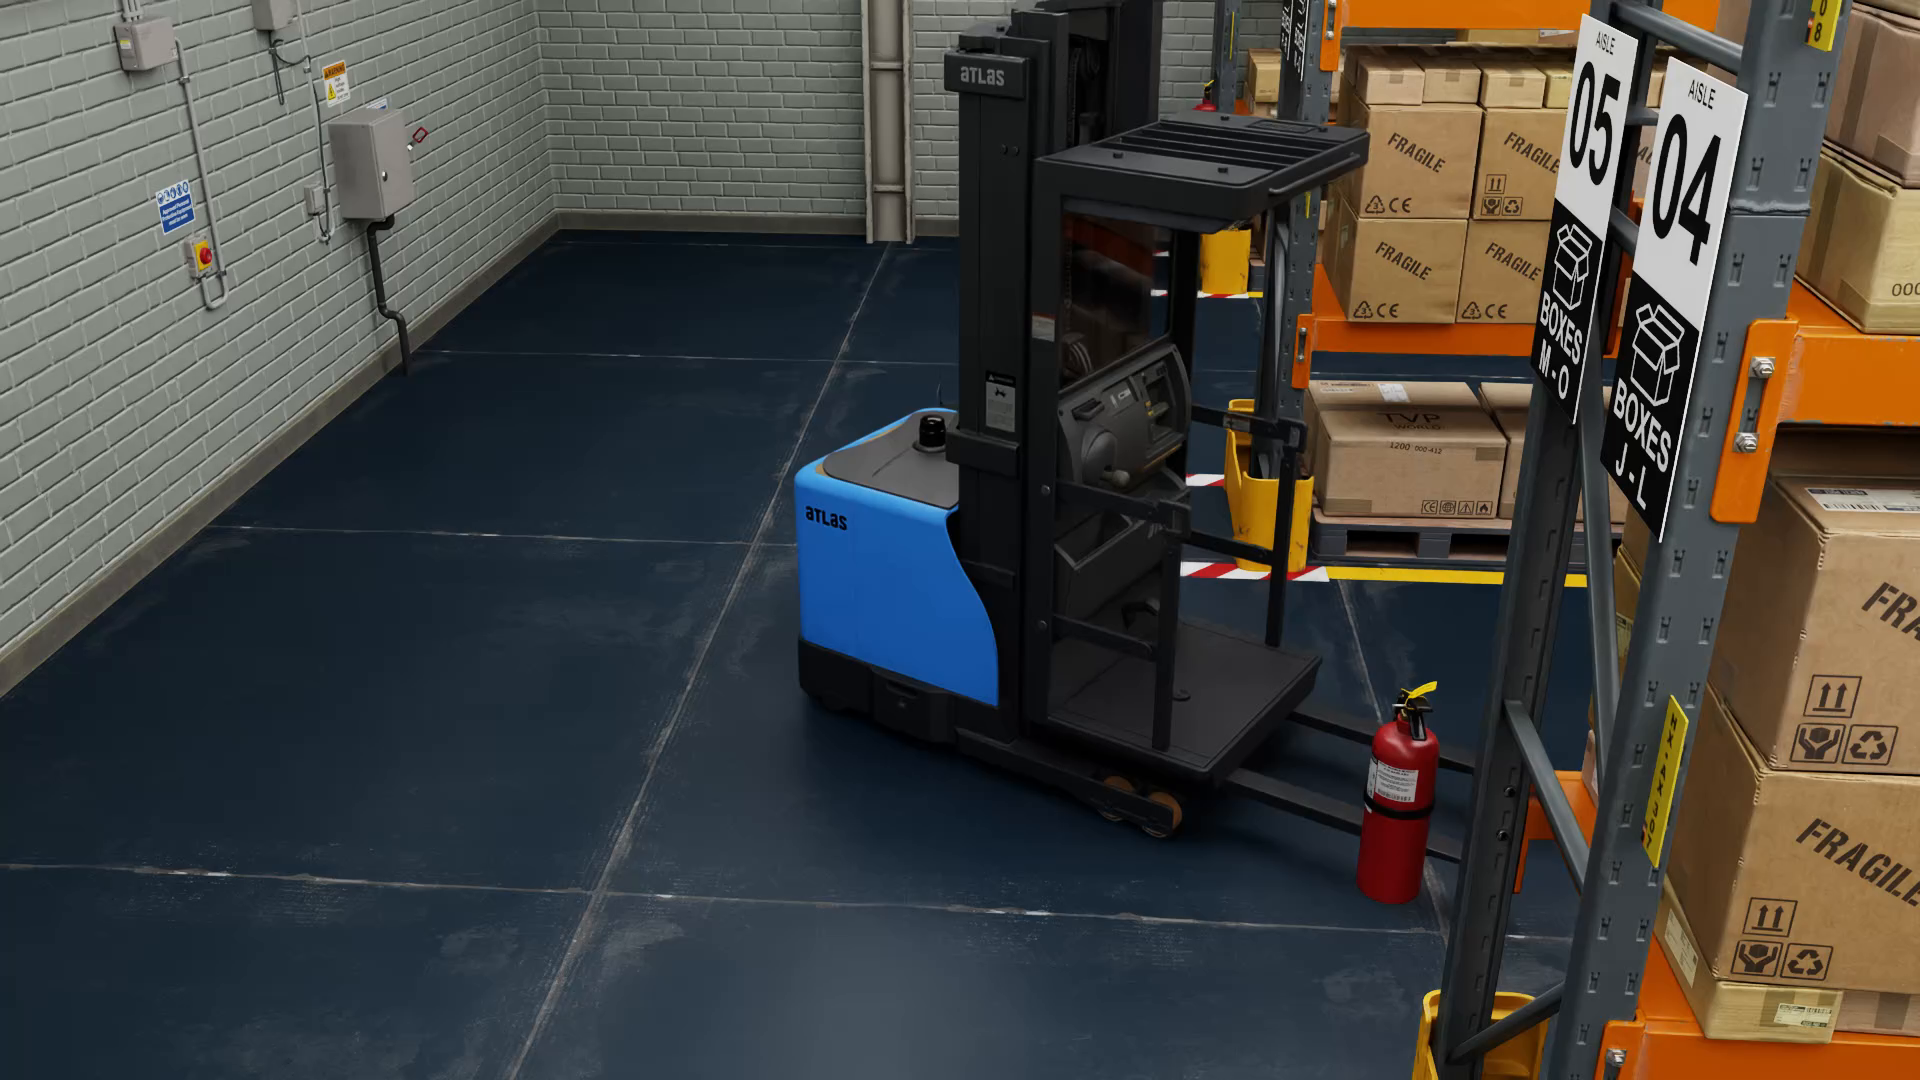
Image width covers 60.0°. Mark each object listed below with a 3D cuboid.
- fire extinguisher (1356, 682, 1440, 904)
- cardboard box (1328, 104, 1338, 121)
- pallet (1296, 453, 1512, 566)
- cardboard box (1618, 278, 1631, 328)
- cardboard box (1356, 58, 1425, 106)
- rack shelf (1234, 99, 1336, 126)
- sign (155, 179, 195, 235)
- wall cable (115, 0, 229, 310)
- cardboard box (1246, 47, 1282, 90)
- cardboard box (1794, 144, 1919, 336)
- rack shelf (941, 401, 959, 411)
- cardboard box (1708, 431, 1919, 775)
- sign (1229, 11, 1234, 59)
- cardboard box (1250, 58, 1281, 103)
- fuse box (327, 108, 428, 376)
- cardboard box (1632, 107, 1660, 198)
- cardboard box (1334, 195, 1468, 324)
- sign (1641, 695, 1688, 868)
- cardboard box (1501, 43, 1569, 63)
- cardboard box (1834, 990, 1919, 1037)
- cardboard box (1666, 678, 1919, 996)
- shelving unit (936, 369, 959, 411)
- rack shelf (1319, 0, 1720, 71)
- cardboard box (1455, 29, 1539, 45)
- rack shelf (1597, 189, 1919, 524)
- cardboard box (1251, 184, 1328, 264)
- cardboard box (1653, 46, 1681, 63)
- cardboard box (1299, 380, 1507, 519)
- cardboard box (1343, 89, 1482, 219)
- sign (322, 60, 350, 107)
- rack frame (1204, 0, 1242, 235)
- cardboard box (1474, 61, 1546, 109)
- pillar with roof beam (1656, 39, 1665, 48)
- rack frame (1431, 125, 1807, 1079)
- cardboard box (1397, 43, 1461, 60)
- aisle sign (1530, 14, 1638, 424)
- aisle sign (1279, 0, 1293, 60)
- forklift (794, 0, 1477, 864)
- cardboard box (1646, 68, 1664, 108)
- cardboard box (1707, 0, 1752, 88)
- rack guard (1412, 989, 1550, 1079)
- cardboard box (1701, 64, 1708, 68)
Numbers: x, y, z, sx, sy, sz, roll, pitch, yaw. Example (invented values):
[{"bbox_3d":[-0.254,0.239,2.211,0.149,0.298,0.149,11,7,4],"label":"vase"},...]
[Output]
[{"bbox_3d":[1.152,0.627,4.338,0.183,0.674,0.296,2,25,4],"label":"fire extinguisher"},{"bbox_3d":[2.850,-3.291,12.614,0.250,0.149,0.380,2,25,3],"label":"cardboard box"},{"bbox_3d":[2.449,-0.184,8.897,1.213,0.211,1.003,2,25,4],"label":"pallet"},{"bbox_3d":[3.115,-1.326,7.923,0.500,0.500,0.500,2,25,4],"label":"cardboard box"},{"bbox_3d":[1.978,-2.111,7.658,0.250,0.149,0.380,2,25,5],"label":"cardboard box"},{"bbox_3d":[4.016,-3.122,12.806,4.000,0.370,1.077,2,25,4],"label":"rack shelf"},{"bbox_3d":[-4.043,-1.719,8.574,0.001,0.218,0.327,2,25,4],"label":"sign"},{"bbox_3d":[-3.978,-2.090,8.451,0.123,1.953,0.585,2,25,4],"label":"wall cable"},{"bbox_3d":[2.501,-3.675,12.973,0.500,0.250,0.500,3,25,6],"label":"cardboard box"},{"bbox_3d":[1.796,-0.551,2.950,0.500,0.250,0.500,3,25,6],"label":"cardboard box"},{"bbox_3d":[-0.008,-0.624,8.464,0.200,0.077,0.258,2,25,4],"label":"rack shelf"},{"bbox_3d":[1.795,0.113,3.244,0.500,0.500,0.500,2,25,4],"label":"cardboard box"},{"bbox_3d":[1.981,-3.680,12.123,0.005,0.325,0.100,2,25,4],"label":"sign"},{"bbox_3d":[2.454,-3.453,12.489,0.500,0.250,0.500,2,25,4],"label":"cardboard box"},{"bbox_3d":[-3.672,-1.900,10.832,0.414,1.711,0.539,2,25,4],"label":"fuse box"},{"bbox_3d":[3.132,-1.782,7.719,0.500,0.500,0.500,2,25,4],"label":"cardboard box"},{"bbox_3d":[2.102,-1.354,7.984,0.500,0.500,0.500,2,25,4],"label":"cardboard box"},{"bbox_3d":[1.326,0.456,3.136,0.005,0.325,0.100,2,25,4],"label":"sign"},{"bbox_3d":[2.786,-2.313,8.097,0.250,0.149,0.380,2,25,5],"label":"cardboard box"},{"bbox_3d":[1.922,0.875,3.561,0.250,0.149,0.380,3,25,6],"label":"cardboard box"},{"bbox_3d":[1.794,0.572,3.444,0.500,0.500,0.500,3,25,6],"label":"cardboard box"},{"bbox_3d":[-0.008,-0.409,8.562,0.210,0.900,0.258,2,25,4],"label":"shelving unit"},{"bbox_3d":[3.640,-2.415,7.683,4.000,0.370,1.077,2,25,4],"label":"rack shelf"},{"bbox_3d":[3.949,-3.745,12.228,0.500,0.500,0.500,2,25,5],"label":"cardboard box"},{"bbox_3d":[3.362,-0.349,3.192,4.000,0.370,1.077,2,25,4],"label":"rack shelf"},{"bbox_3d":[2.625,-2.510,13.101,0.637,0.503,0.797,1,25,2],"label":"cardboard box"},{"bbox_3d":[3.295,-2.292,8.051,0.250,0.149,0.380,2,25,5],"label":"cardboard box"},{"bbox_3d":[2.311,-0.491,8.791,0.875,0.438,0.875,1,25,2],"label":"cardboard box"},{"bbox_3d":[2.102,-1.809,7.777,0.500,0.500,0.500,1,25,3],"label":"cardboard box"},{"bbox_3d":[-3.883,-2.844,10.354,0.001,0.242,0.339,2,25,4],"label":"sign"},{"bbox_3d":[2.022,-3.512,12.795,0.127,3.000,1.000,2,25,4],"label":"rack frame"},{"bbox_3d":[2.496,-2.076,7.582,0.250,0.149,0.380,3,25,6],"label":"cardboard box"},{"bbox_3d":[5.055,-4.713,8.228,0.400,9.000,9.100,2,25,4],"label":"pillar with roof beam"},{"bbox_3d":[1.367,0.623,3.808,0.127,3.000,1.000,2,25,4],"label":"rack frame"},{"bbox_3d":[2.274,-2.312,8.094,0.250,0.149,0.380,2,25,5],"label":"cardboard box"},{"bbox_3d":[1.318,-0.686,3.542,0.004,0.787,0.394,2,25,4],"label":"aisle sign"},{"bbox_3d":[1.598,-2.756,8.041,0.004,0.787,0.394,2,25,4],"label":"aisle sign"},{"bbox_3d":[0.807,-0.459,6.240,3.031,2.935,1.130,16,29,31],"label":"forklift"},{"bbox_3d":[3.025,-2.089,7.610,0.250,0.149,0.380,2,25,5],"label":"cardboard box"},{"bbox_3d":[1.846,-0.990,3.306,0.500,0.250,0.500,1,25,2],"label":"cardboard box"},{"bbox_3d":[1.443,1.761,4.325,0.348,0.500,1.175,2,25,4],"label":"rack guard"},{"bbox_3d":[3.521,-2.044,7.512,0.250,0.149,0.380,1,25,3],"label":"cardboard box"}]
